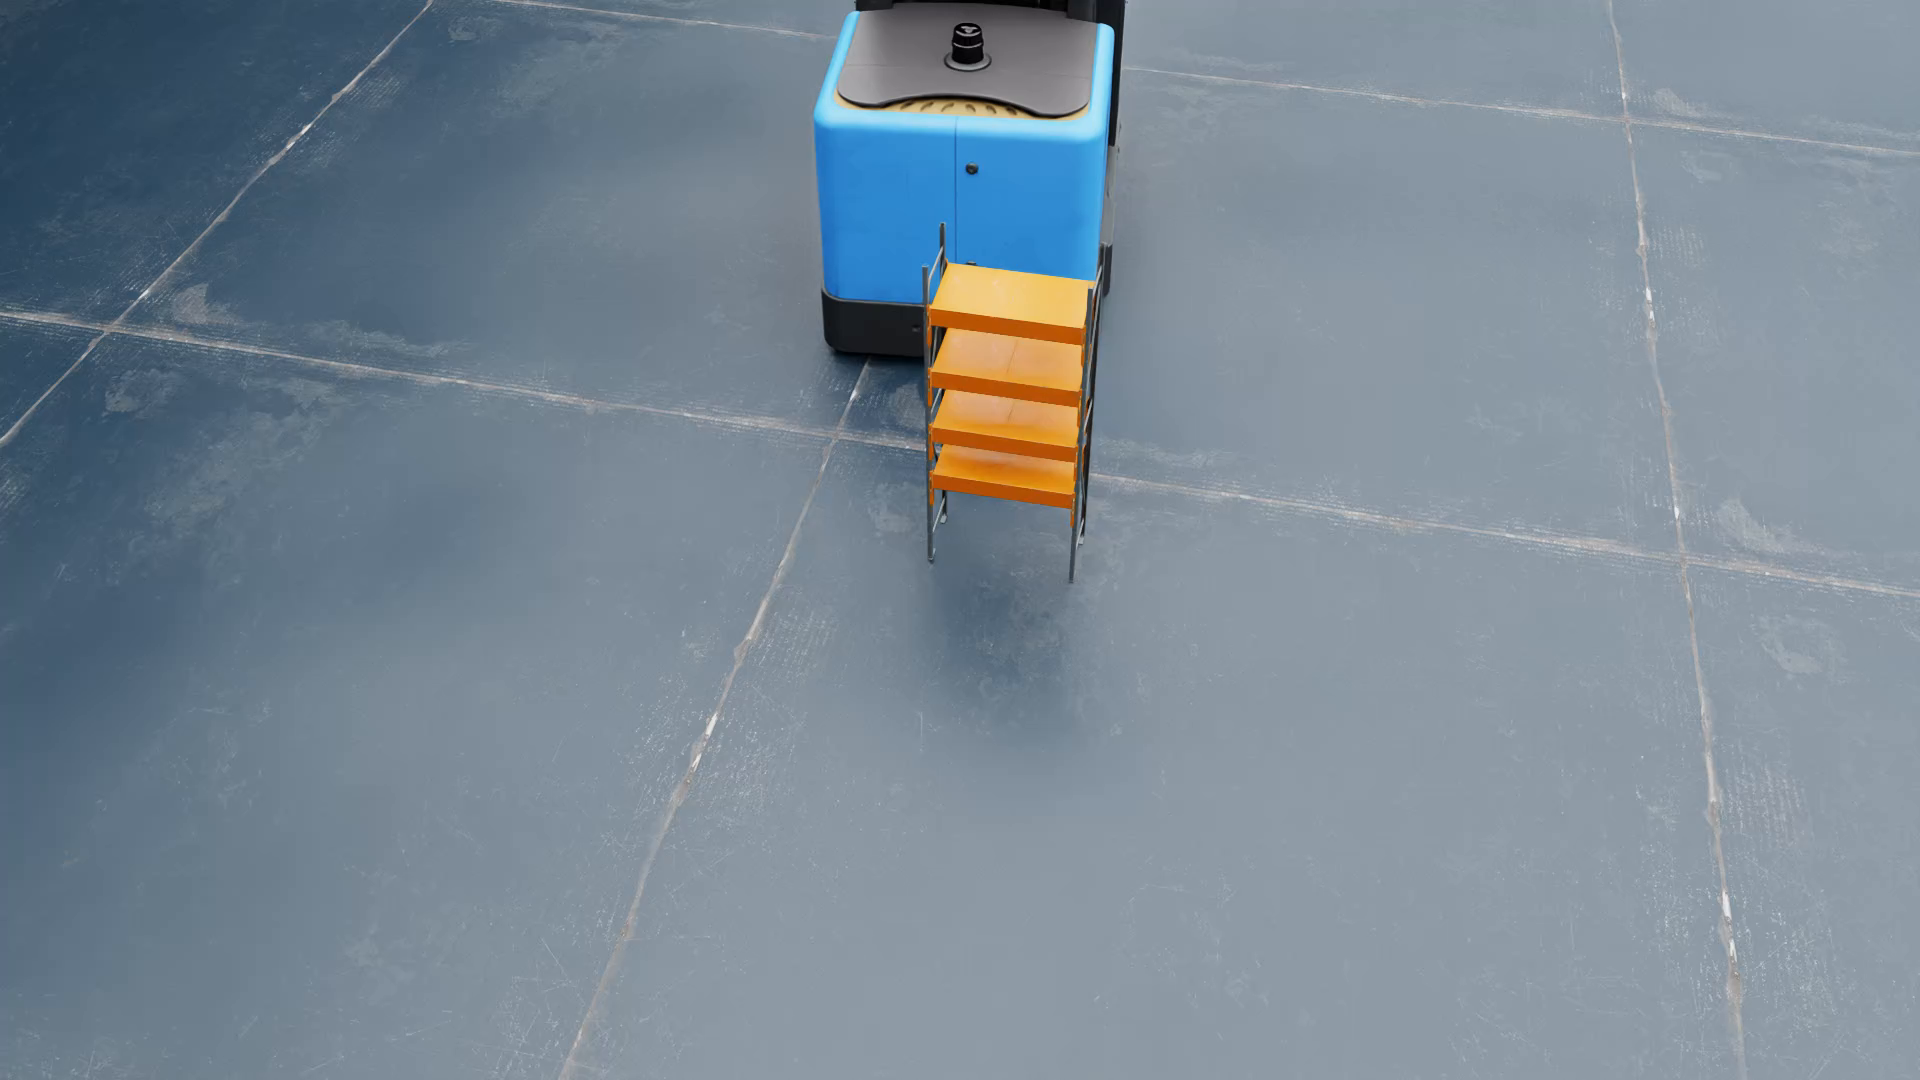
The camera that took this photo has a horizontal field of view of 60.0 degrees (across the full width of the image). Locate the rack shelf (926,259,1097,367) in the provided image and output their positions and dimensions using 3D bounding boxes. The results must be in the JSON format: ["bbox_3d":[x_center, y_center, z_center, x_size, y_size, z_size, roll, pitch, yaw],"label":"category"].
[{"bbox_3d":[0.162,-0.690,5.035,0.480,0.148,0.258,9,45,9],"label":"rack shelf"}]

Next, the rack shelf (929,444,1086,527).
[{"bbox_3d":[0.162,-0.216,5.492,0.480,0.148,0.258,9,45,9],"label":"rack shelf"}]

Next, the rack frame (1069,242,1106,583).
[{"bbox_3d":[0.400,-0.370,5.269,0.015,1.200,0.240,9,45,9],"label":"rack frame"}]

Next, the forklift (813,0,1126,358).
[{"bbox_3d":[0.149,-2.739,6.482,1.130,2.935,3.031,4,44,5],"label":"forklift"}]

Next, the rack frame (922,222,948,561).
[{"bbox_3d":[-0.077,-0.444,5.346,0.015,1.200,0.240,9,45,9],"label":"rack frame"}]

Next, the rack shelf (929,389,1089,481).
[{"bbox_3d":[0.162,-0.359,5.355,0.480,0.148,0.258,9,45,9],"label":"rack shelf"}]

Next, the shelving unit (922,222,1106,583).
[{"bbox_3d":[0.162,-0.407,5.308,0.503,1.200,0.258,9,45,9],"label":"shelving unit"}]

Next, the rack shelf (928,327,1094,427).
[{"bbox_3d":[0.162,-0.520,5.199,0.480,0.148,0.258,9,45,9],"label":"rack shelf"}]
